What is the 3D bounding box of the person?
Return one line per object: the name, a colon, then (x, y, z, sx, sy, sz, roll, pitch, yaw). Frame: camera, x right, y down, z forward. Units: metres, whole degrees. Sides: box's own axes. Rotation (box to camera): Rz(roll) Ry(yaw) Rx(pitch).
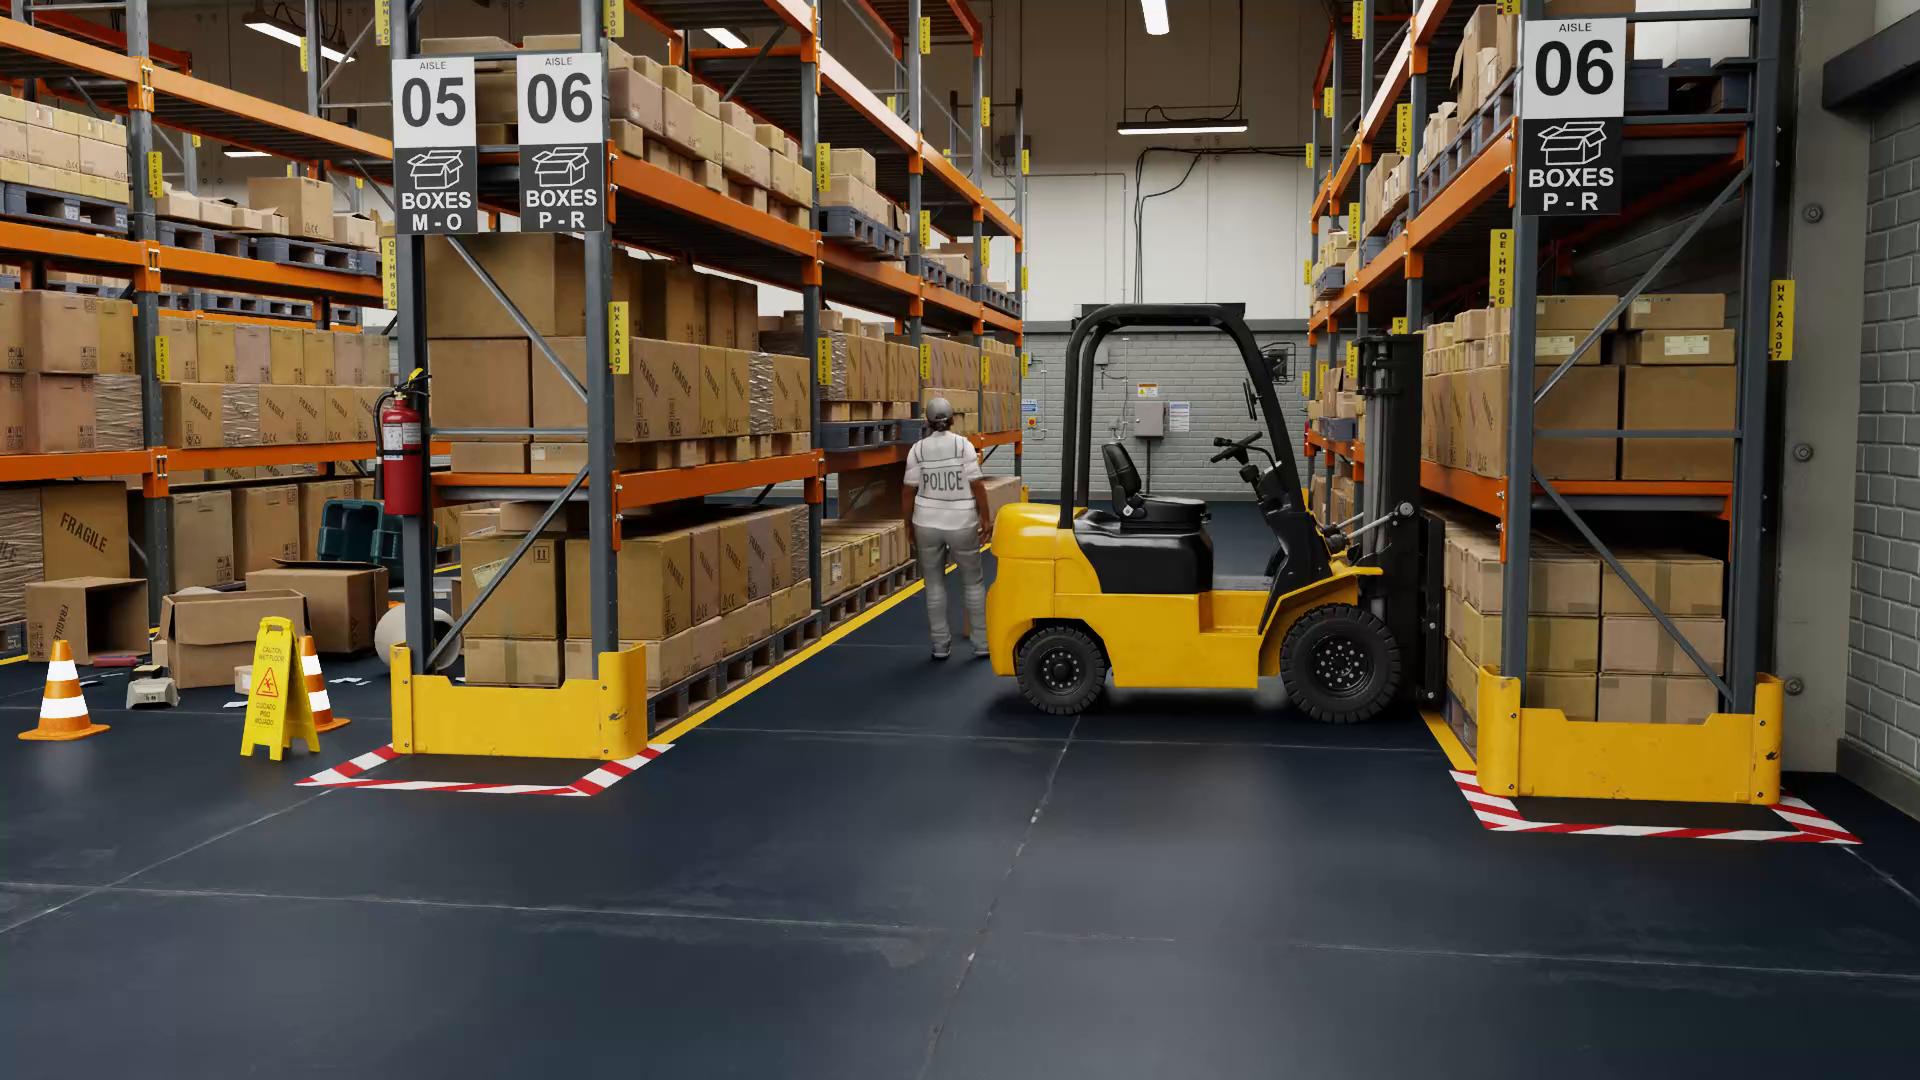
person: (-0.060, -0.078, 10.714, 0.597, 1.670, 0.529, 1, 5, 8)
